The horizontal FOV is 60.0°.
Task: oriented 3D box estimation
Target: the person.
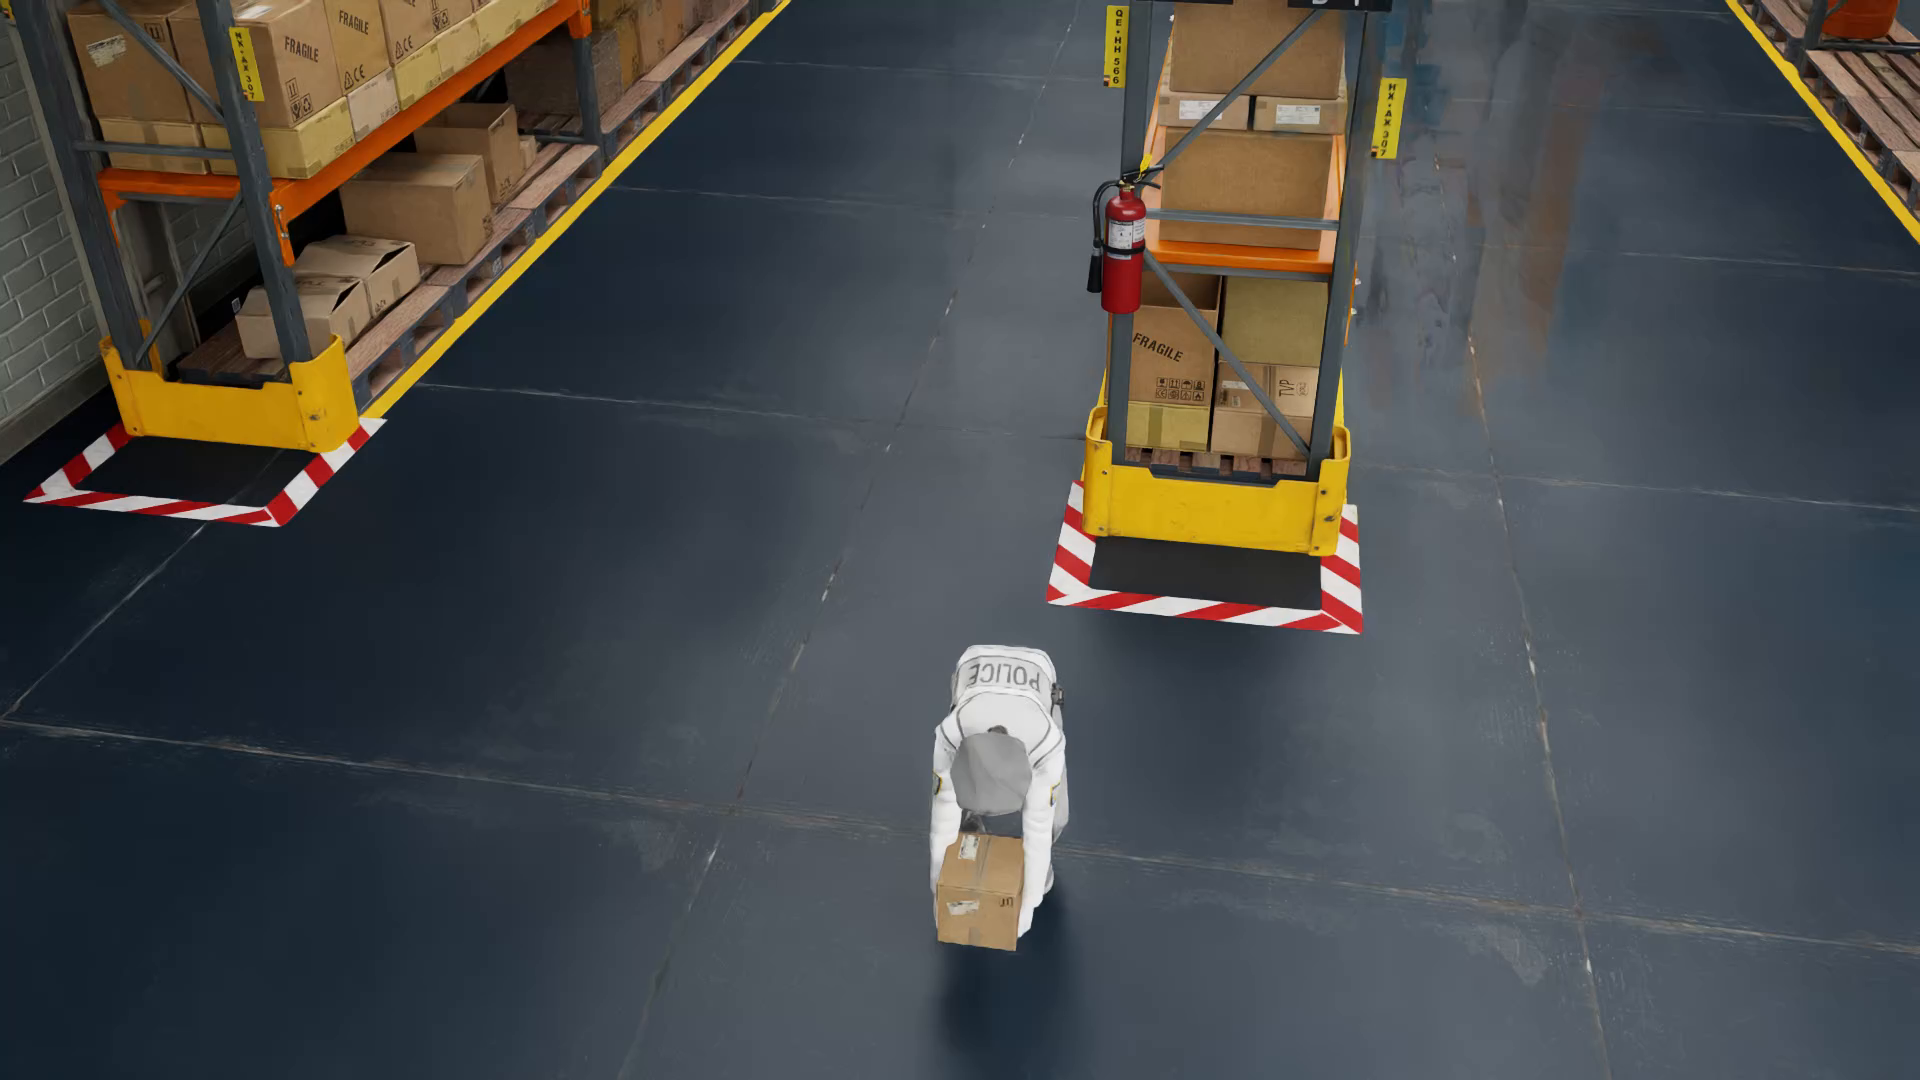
[{"bbox_3d":[0.126,0.832,5.464,0.467,0.991,0.917,4,33,6],"label":"person"}]
